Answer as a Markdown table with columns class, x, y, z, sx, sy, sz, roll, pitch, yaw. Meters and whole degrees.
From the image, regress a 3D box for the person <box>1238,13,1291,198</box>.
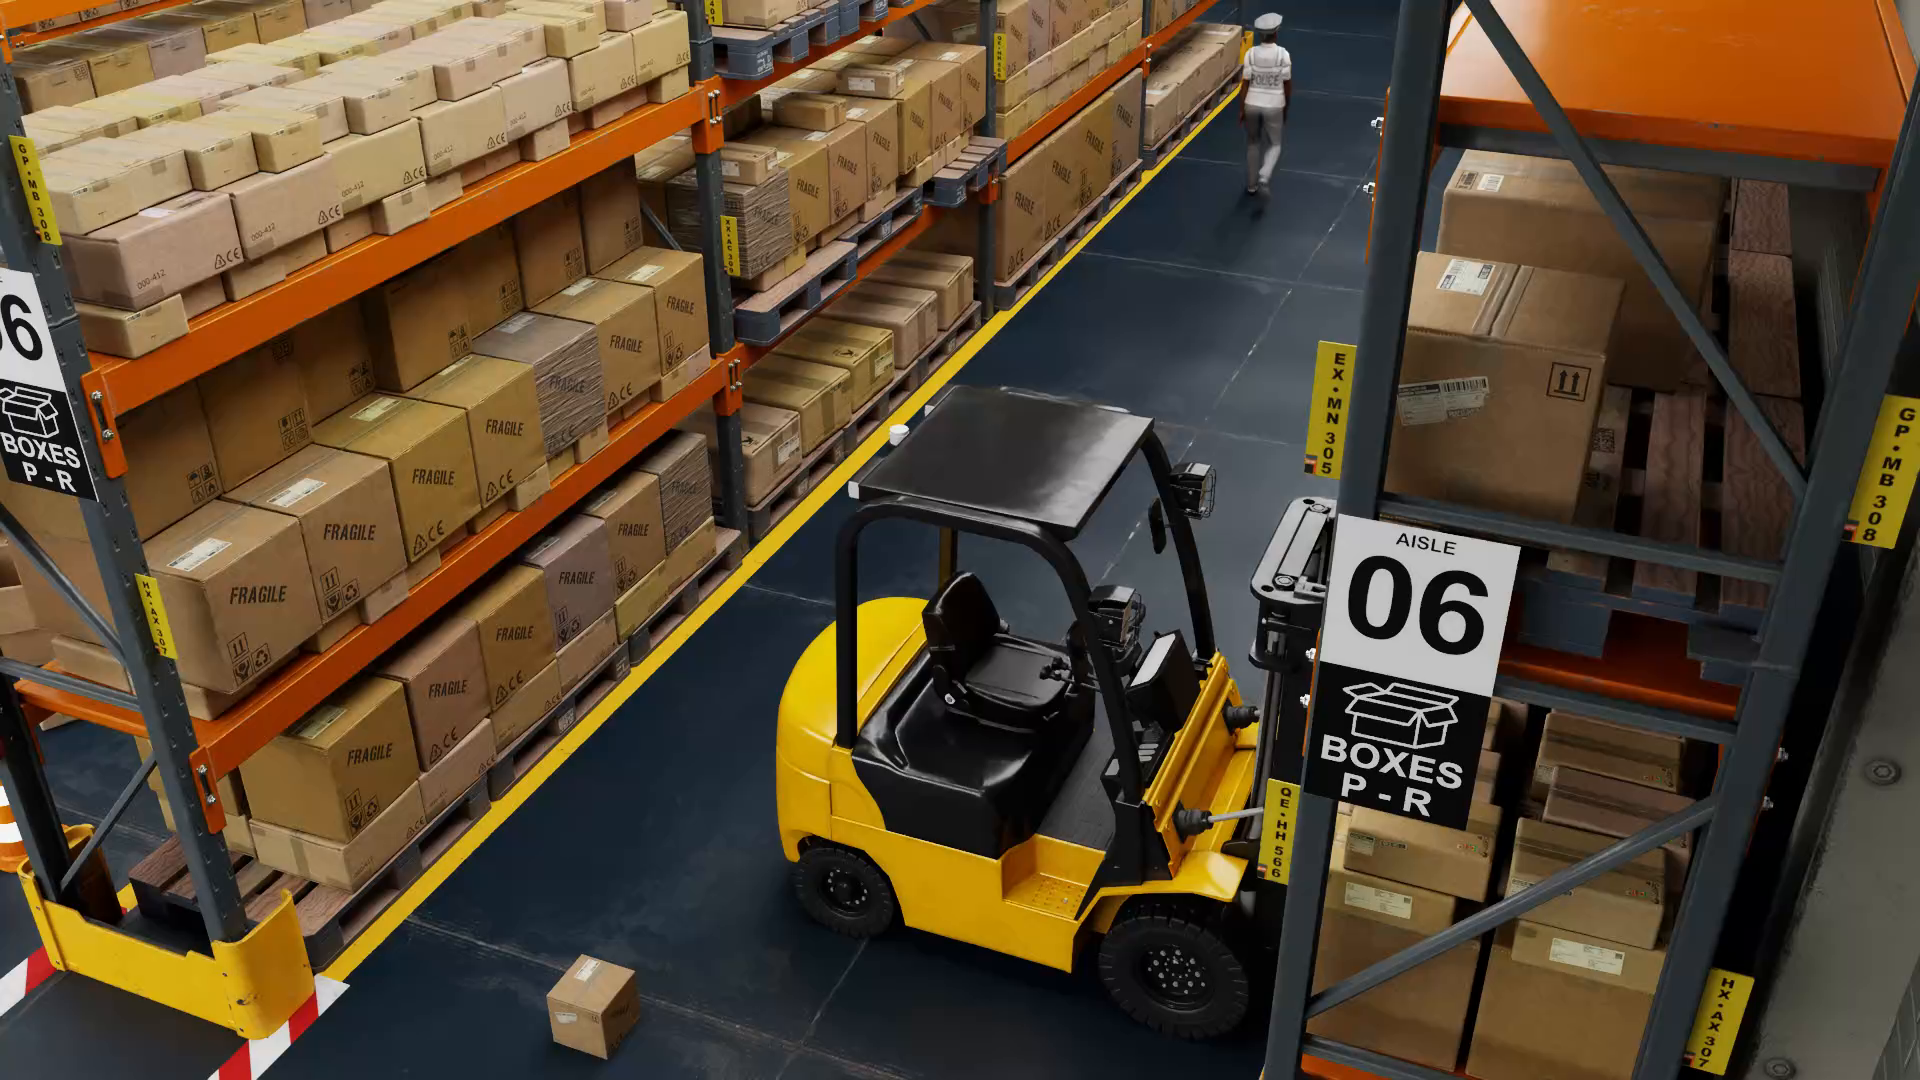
| class | x | y | z | sx | sy | sz | roll | pitch | yaw |
| --- | --- | --- | --- | --- | --- | --- | --- | --- | --- |
| person | 2.782 | -3.959 | 15.249 | 0.450 | 1.661 | 0.749 | 10 | 31 | 17 |
